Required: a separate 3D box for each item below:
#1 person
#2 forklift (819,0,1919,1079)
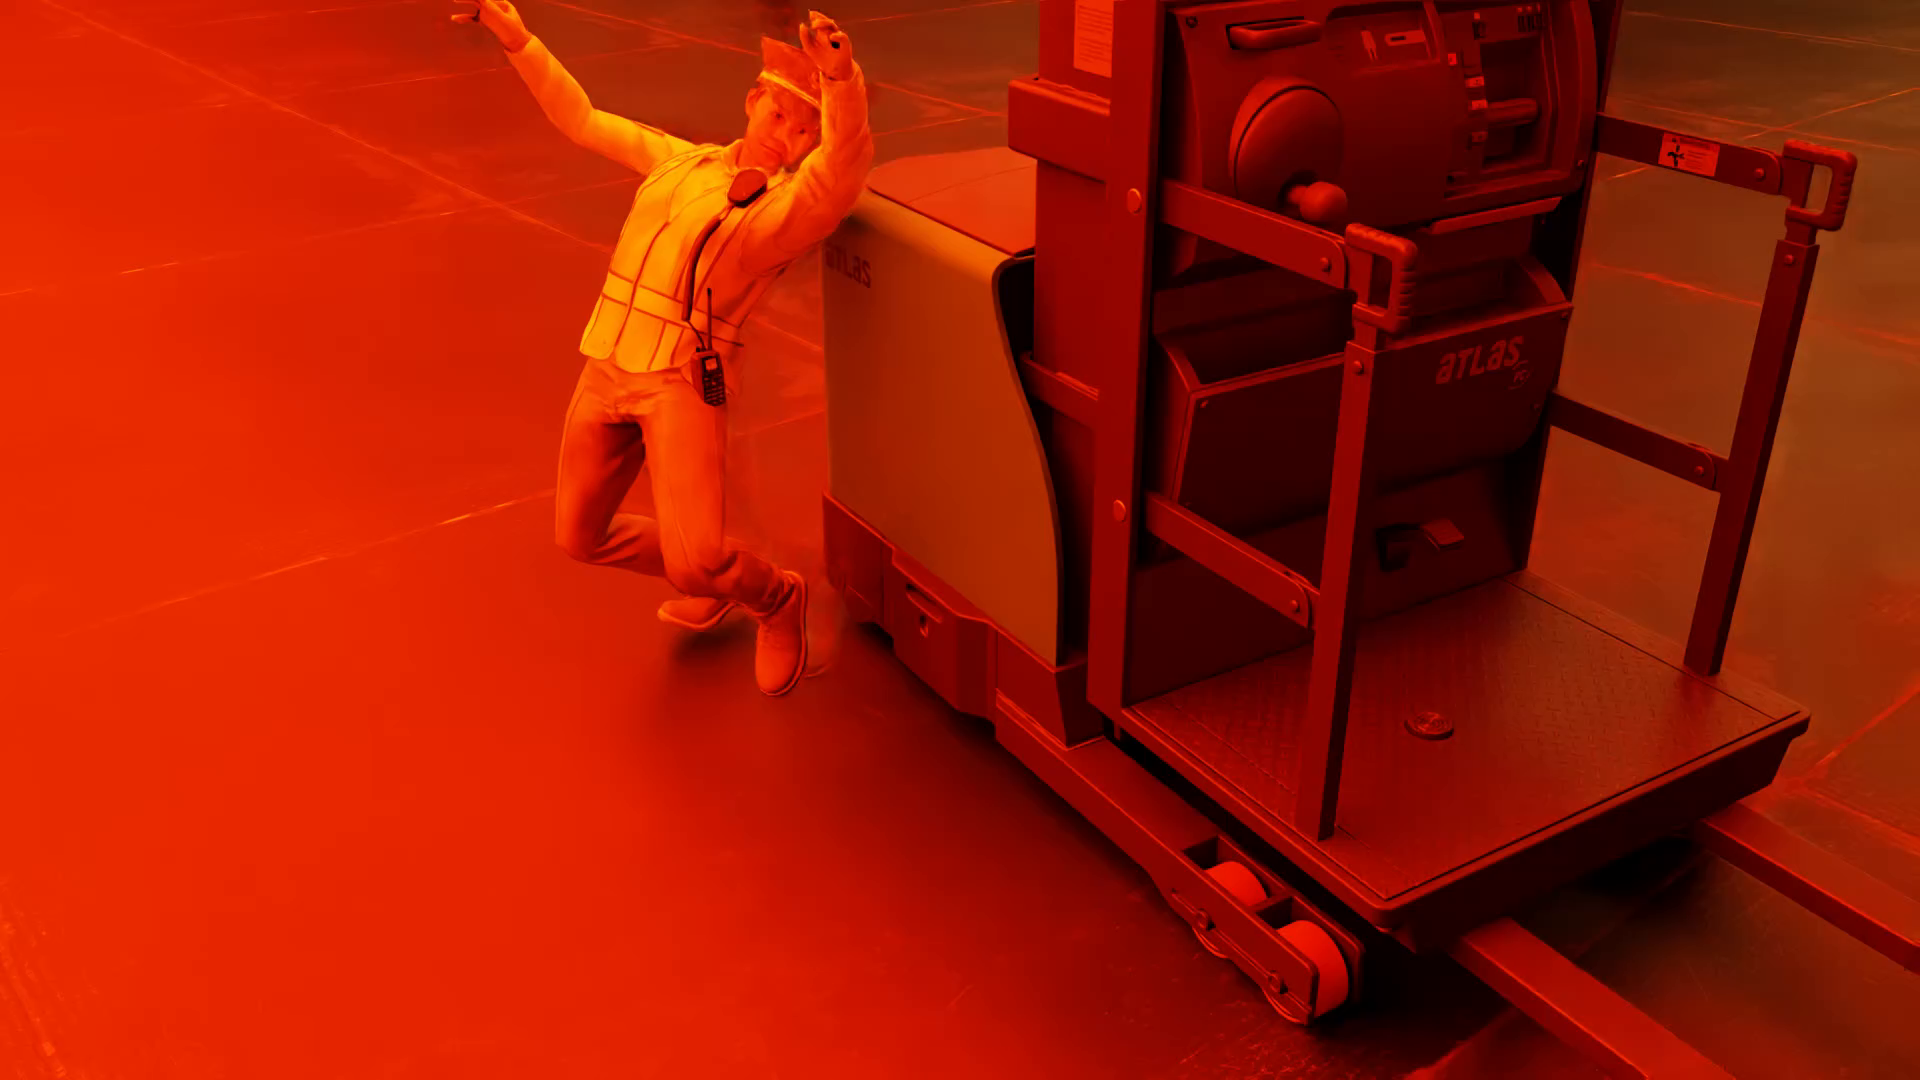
[{"bbox_3d":[-0.493,-0.405,3.599,0.882,1.536,0.759,21,33,36],"label":"person"},{"bbox_3d":[0.862,-0.728,2.671,1.130,2.935,3.031,-15,30,-28],"label":"forklift"}]
